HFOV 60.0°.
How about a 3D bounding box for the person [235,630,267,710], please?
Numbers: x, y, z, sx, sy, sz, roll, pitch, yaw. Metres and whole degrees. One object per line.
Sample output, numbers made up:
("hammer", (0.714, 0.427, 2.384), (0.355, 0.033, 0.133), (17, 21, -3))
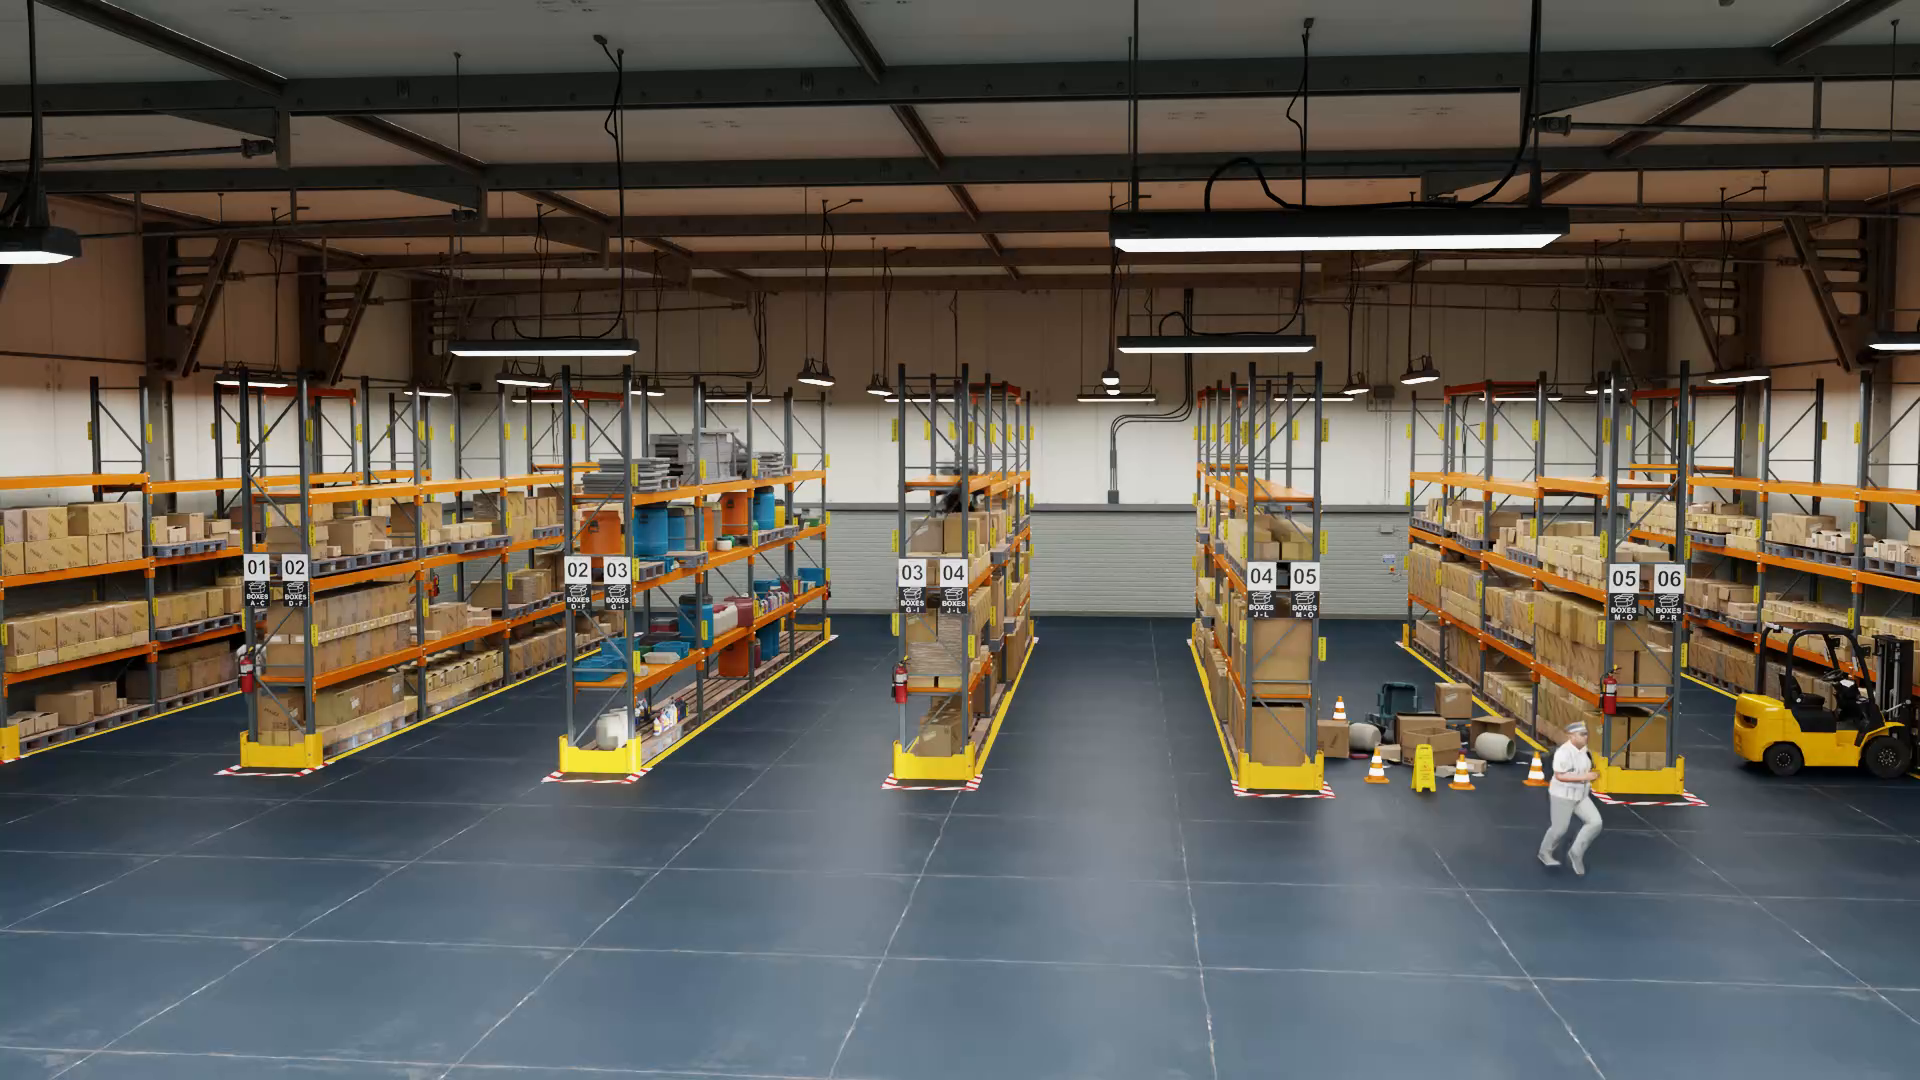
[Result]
("person", (-11.996, 2.356, 28.184), (0.554, 1.722, 0.664), (-1, 4, -12))

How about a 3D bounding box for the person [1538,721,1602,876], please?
("person", (6.938, 2.914, 18.880), (0.691, 1.788, 0.840), (-2, 4, -33))
